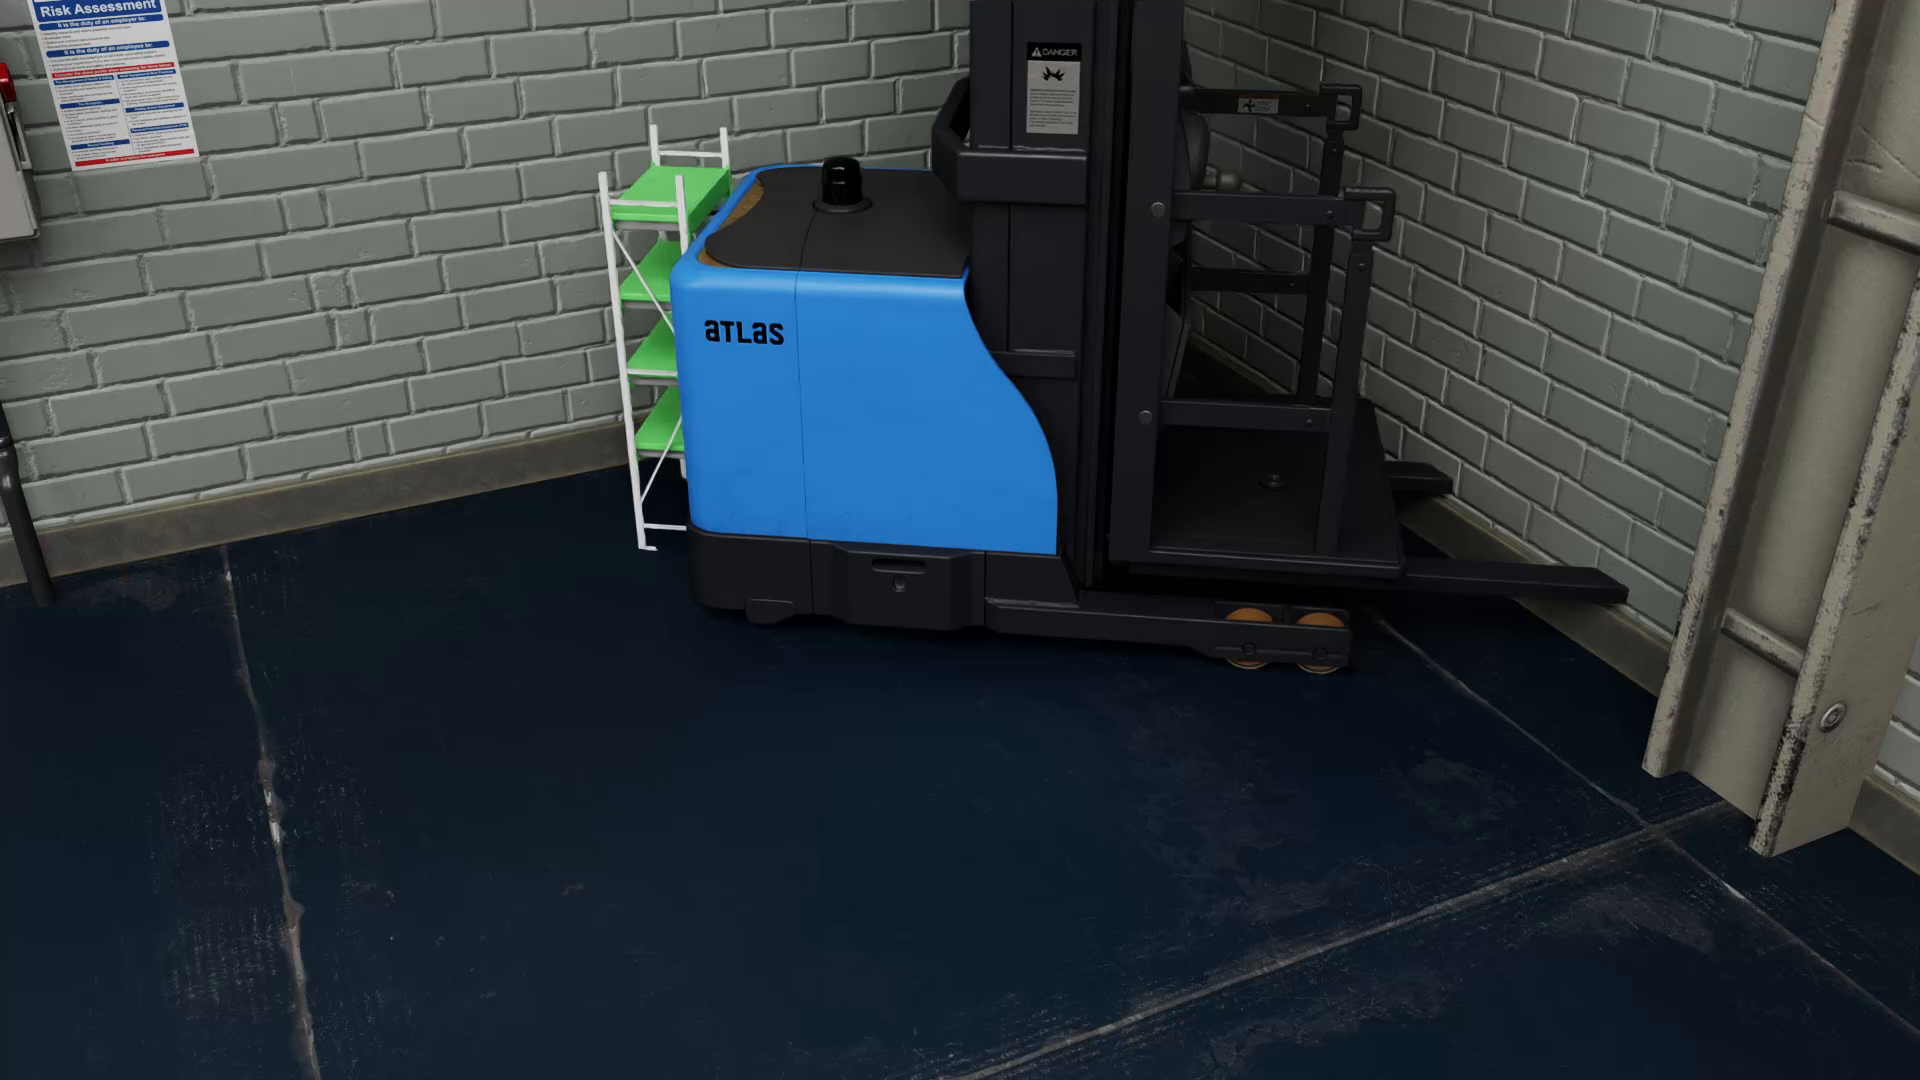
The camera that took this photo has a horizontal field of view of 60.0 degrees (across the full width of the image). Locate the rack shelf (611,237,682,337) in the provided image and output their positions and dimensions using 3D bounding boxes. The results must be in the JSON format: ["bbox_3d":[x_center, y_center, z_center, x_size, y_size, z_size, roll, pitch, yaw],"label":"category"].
[{"bbox_3d":[-0.852,-0.762,5.021,0.258,0.148,0.480,4,29,6],"label":"rack shelf"}]

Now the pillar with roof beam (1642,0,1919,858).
[{"bbox_3d":[-1.936,-2.392,0.315,9.100,9.000,0.400,-13,32,-22],"label":"pillar with roof beam"}]

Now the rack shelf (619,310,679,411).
[{"bbox_3d":[-0.852,-0.552,5.139,0.258,0.148,0.480,4,29,6],"label":"rack shelf"}]

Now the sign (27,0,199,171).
[{"bbox_3d":[-2.311,-1.271,4.547,0.329,0.494,0.001,-13,32,-22],"label":"sign"}]

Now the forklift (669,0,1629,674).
[{"bbox_3d":[0.777,-1.186,4.367,3.031,2.935,1.130,4,29,6],"label":"forklift"}]

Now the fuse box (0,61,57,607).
[{"bbox_3d":[-2.668,-0.555,4.491,0.539,1.711,0.414,-13,32,-22],"label":"fuse box"}]

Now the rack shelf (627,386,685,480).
[{"bbox_3d":[-0.852,-0.343,5.256,0.258,0.148,0.480,4,29,6],"label":"rack shelf"}]

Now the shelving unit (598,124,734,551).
[{"bbox_3d":[-0.852,-0.608,5.108,0.258,1.200,0.503,4,29,6],"label":"shelving unit"}]

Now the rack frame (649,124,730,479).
[{"bbox_3d":[-0.821,-0.726,5.319,0.240,1.200,0.015,4,29,6],"label":"rack frame"}]

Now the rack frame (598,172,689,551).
[{"bbox_3d":[-0.884,-0.490,4.897,0.240,1.200,0.015,4,29,6],"label":"rack frame"}]

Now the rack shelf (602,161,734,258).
[{"bbox_3d":[-0.852,-0.971,4.904,0.258,0.148,0.480,4,29,6],"label":"rack shelf"}]
